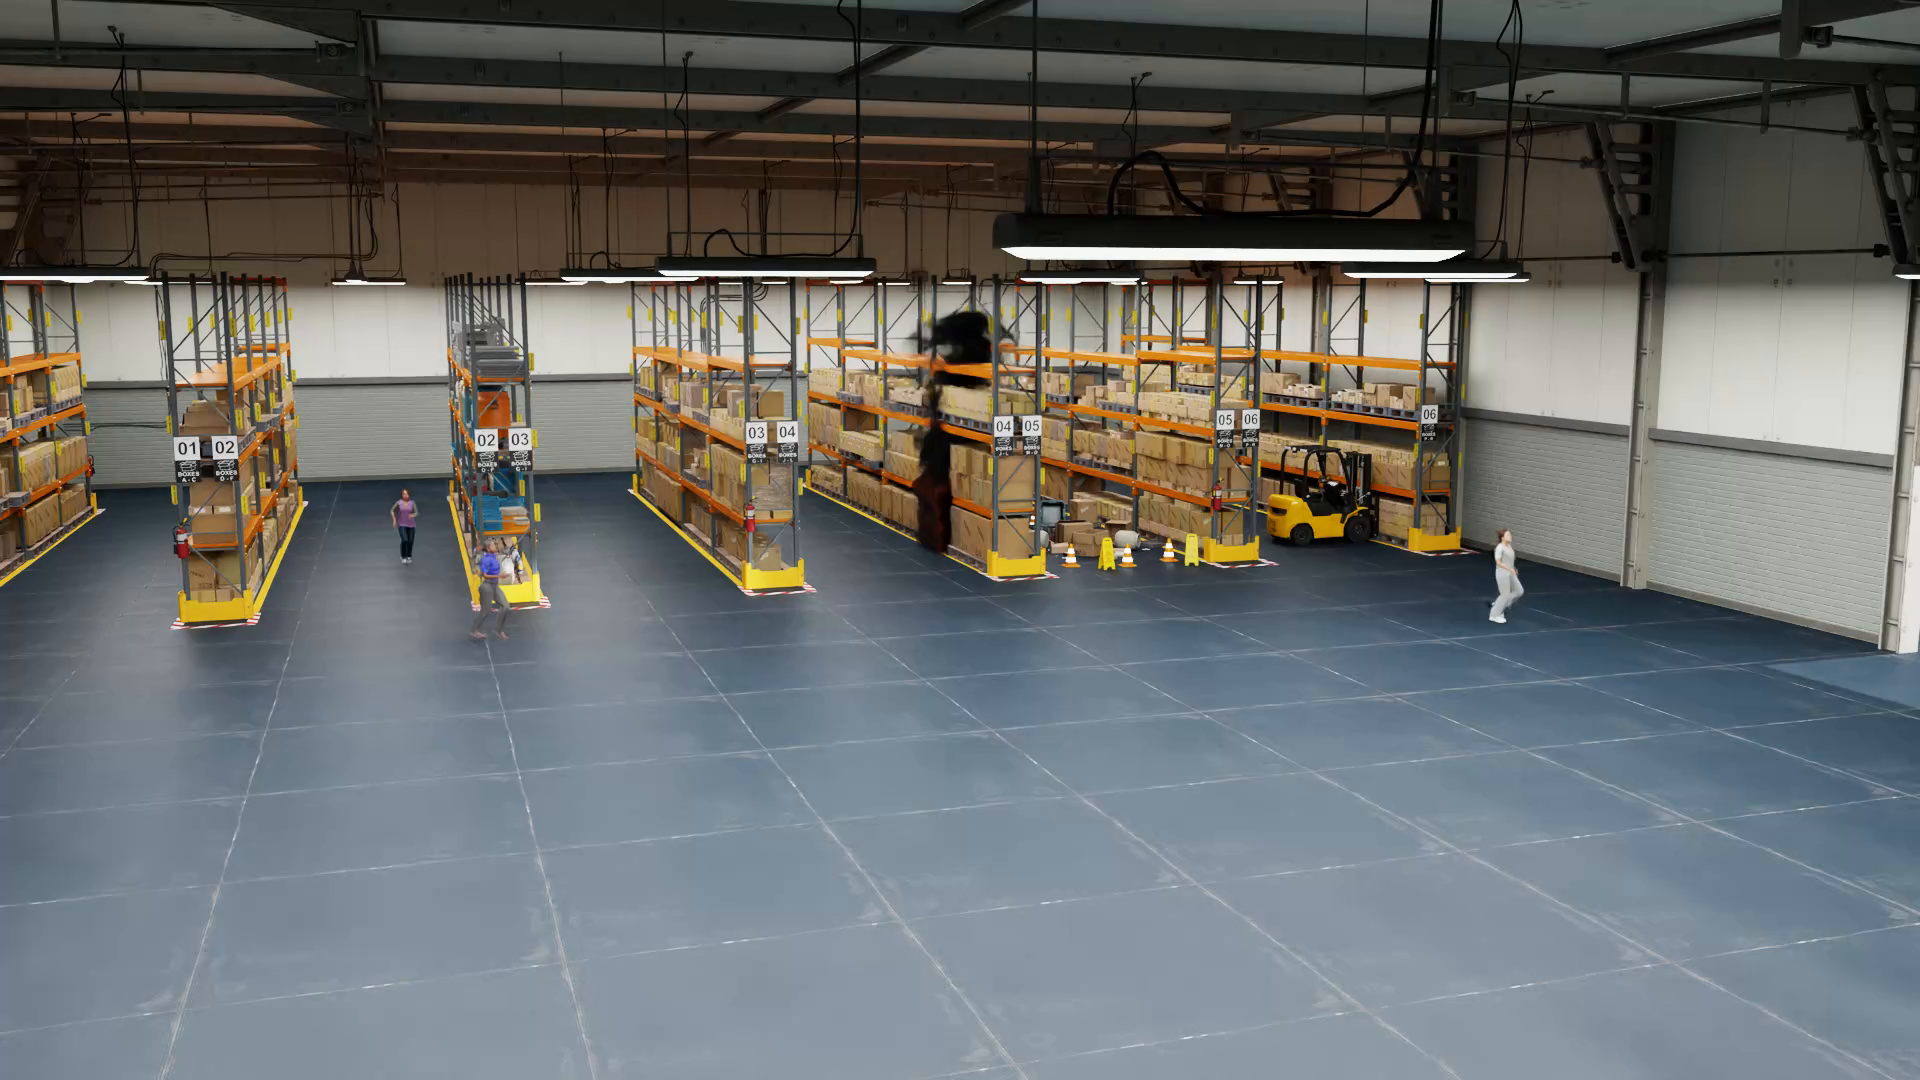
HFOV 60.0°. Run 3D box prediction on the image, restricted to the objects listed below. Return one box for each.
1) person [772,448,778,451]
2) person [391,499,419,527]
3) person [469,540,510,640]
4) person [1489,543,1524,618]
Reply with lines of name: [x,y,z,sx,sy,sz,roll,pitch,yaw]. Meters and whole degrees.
person: [-5.565,-2.319,47.908,0.782,1.665,0.537,0,9,2]
person: [-11.511,-0.551,34.487,0.510,0.582,0.425,-5,10,-29]
person: [-7.675,0.837,27.149,0.738,1.703,0.563,1,9,8]
person: [9.412,0.704,28.658,0.534,1.329,0.539,8,11,41]
